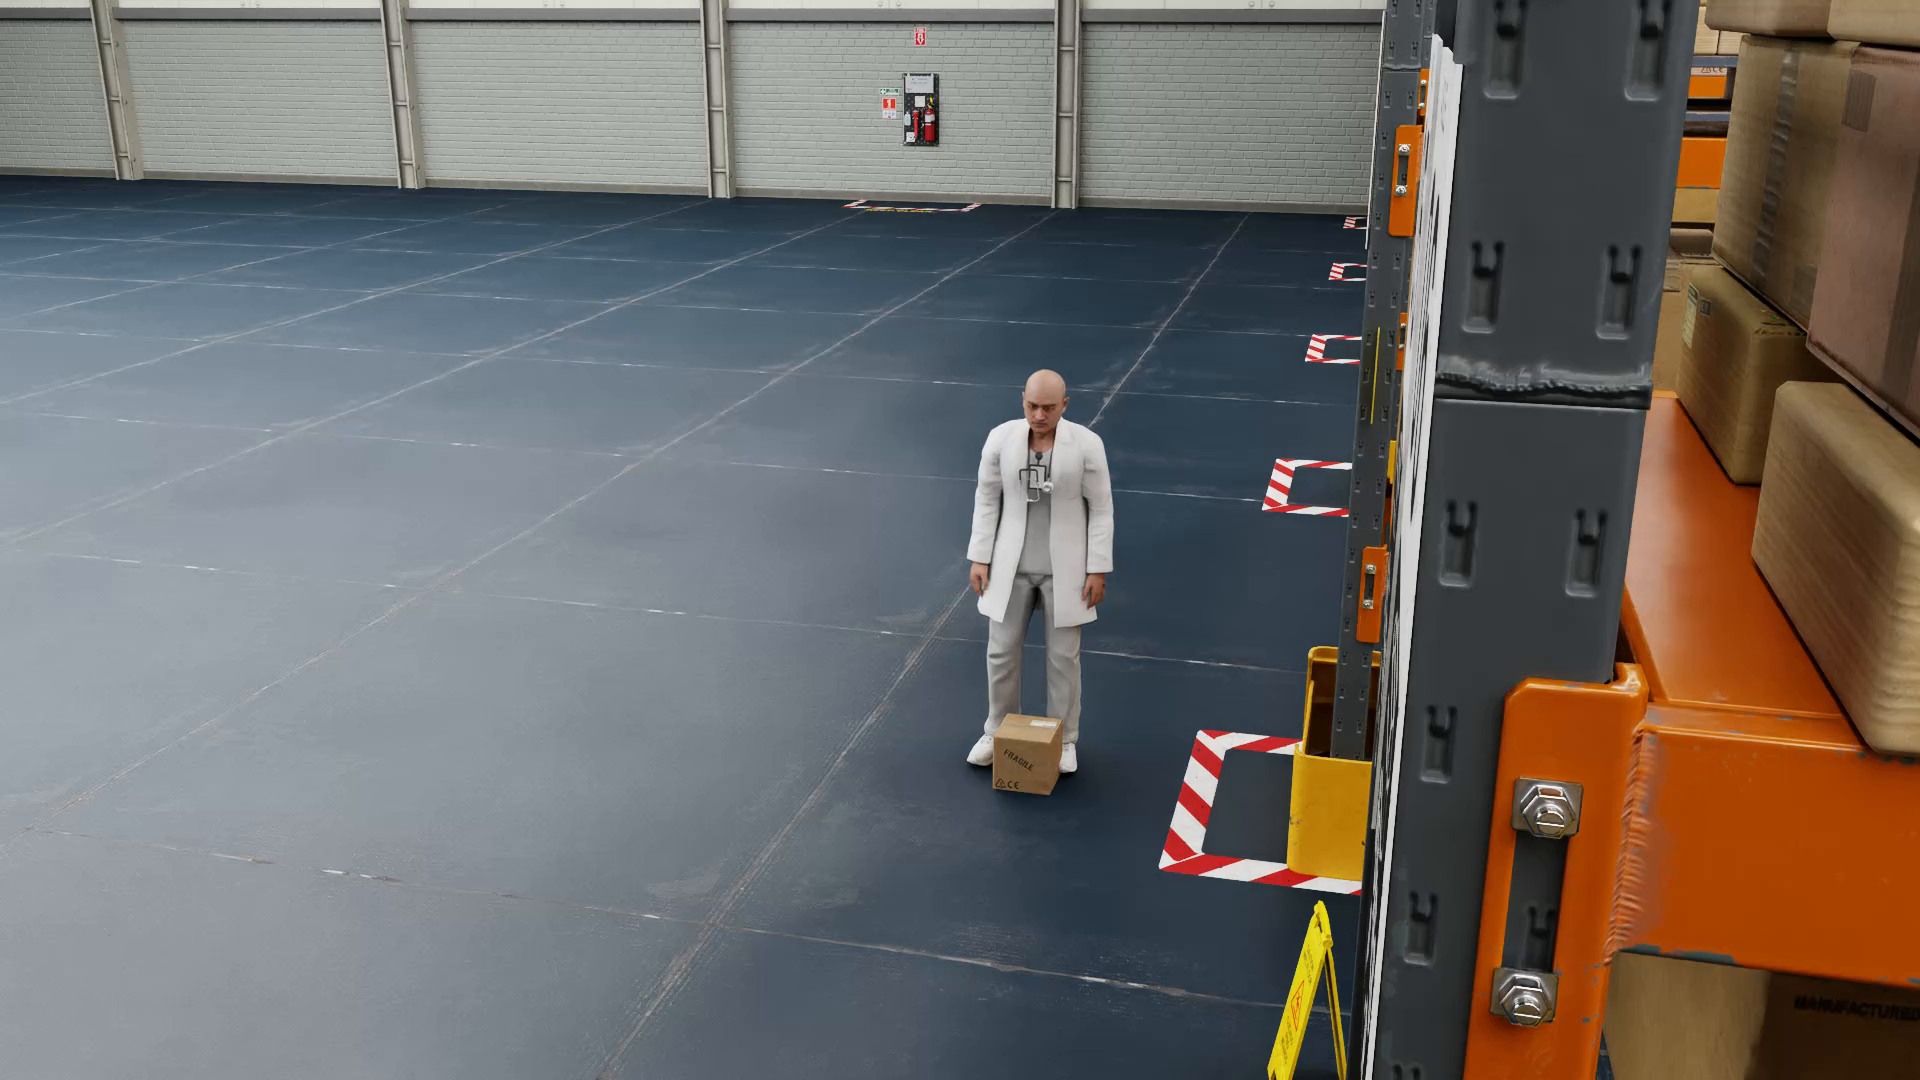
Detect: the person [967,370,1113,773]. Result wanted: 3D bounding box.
[{"bbox_3d":[0.342,0.125,7.196,0.641,1.773,0.427,4,19,13],"label":"person"}]
